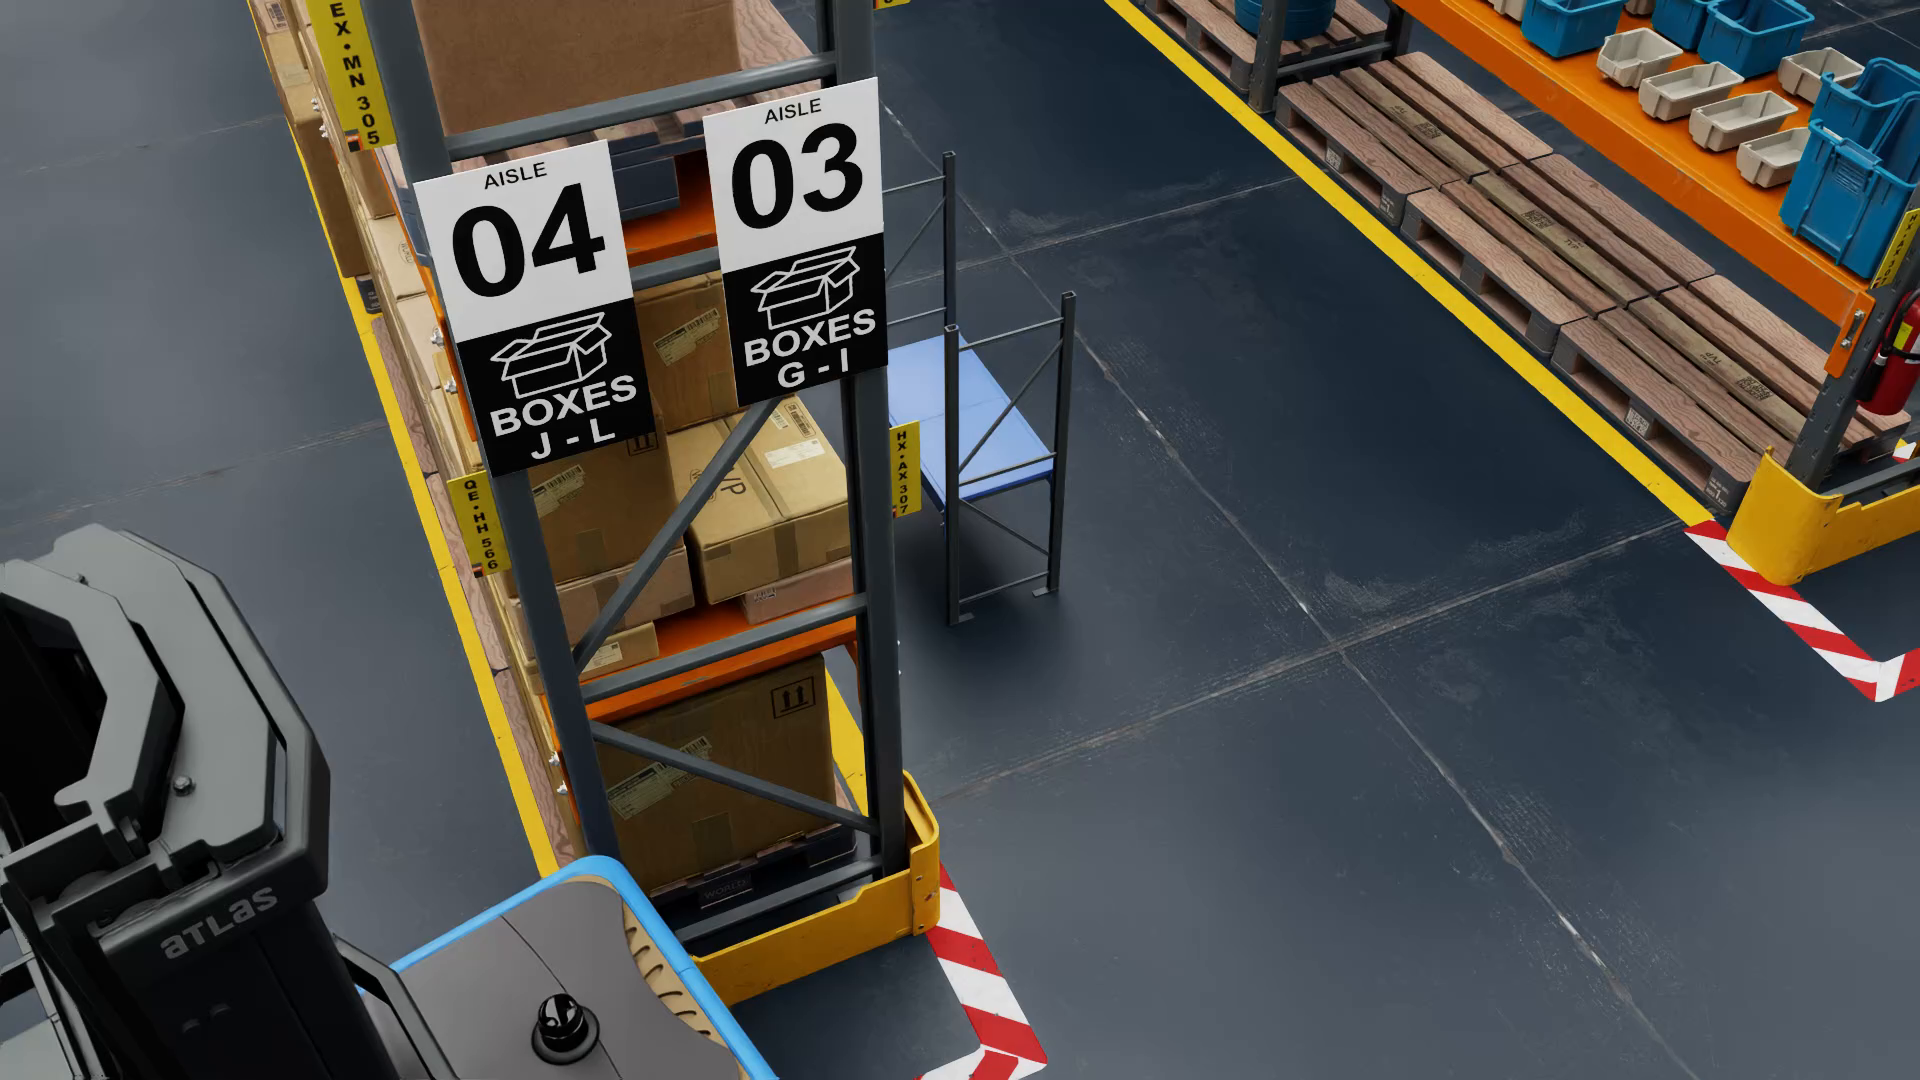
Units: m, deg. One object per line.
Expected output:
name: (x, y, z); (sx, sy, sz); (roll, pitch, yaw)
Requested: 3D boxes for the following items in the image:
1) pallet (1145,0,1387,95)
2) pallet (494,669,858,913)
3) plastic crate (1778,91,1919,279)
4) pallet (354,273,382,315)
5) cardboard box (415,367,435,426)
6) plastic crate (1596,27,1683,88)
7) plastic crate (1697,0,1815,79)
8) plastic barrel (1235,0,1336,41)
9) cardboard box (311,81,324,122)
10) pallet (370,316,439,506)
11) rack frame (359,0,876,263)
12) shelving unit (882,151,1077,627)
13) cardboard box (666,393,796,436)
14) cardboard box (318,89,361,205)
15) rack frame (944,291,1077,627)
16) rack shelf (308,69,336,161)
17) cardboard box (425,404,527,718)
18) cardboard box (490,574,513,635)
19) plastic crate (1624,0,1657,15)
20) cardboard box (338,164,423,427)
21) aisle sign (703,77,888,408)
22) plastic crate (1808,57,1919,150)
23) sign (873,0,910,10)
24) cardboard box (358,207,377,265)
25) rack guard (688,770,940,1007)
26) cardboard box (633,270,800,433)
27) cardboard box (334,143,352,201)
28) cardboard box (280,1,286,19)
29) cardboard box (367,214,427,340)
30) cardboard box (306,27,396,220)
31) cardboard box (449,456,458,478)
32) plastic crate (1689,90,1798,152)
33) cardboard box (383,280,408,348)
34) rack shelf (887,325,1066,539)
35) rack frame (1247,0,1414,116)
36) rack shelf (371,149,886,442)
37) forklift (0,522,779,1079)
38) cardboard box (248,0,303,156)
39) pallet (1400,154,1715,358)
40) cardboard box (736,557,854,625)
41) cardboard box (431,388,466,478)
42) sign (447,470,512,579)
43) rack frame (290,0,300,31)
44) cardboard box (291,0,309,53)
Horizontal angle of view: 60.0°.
pallet: (1.866, -3.213, 10.225); (1.003, 0.211, 1.213); (-18, 47, -17)
pallet: (-1.067, 0.816, 6.142); (1.003, 0.211, 1.213); (-18, 47, -17)
plastic crate: (3.524, -1.345, 6.278); (0.616, 0.435, 0.499); (-18, 47, -17)
pallet: (-2.734, -1.716, 8.708); (1.003, 0.211, 1.213); (-18, 47, -17)
cardboard box: (-1.648, -0.546, 5.715); (0.380, 0.149, 0.250); (-18, 47, -17)
plastic crate: (2.938, -2.089, 7.245); (0.298, 0.136, 0.250); (-18, 47, -17)
plastic crate: (3.475, -2.208, 7.298); (0.416, 0.233, 0.300); (-18, 47, -17)
plastic barrel: (1.939, -3.456, 9.681); (0.600, 0.901, 0.708); (-18, 47, -17)
cardboard box: (-2.519, -1.863, 7.050); (0.380, 0.149, 0.250); (-18, 47, -17)
pallet: (-2.093, -0.739, 7.717); (1.003, 0.211, 1.213); (-18, 47, -17)
rack frame: (-0.660, -1.826, 2.562); (1.000, 3.000, 0.127); (-18, 47, -17)
shelving unit: (-0.036, -0.588, 6.647); (0.538, 1.500, 1.048); (-18, 47, -17)
cardboard box: (-0.841, -0.458, 5.342); (0.500, 0.250, 0.500); (-19, 48, -18)
cardboard box: (-2.177, -1.597, 6.496); (0.500, 0.250, 0.500); (-18, 47, -18)
rack frame: (0.178, -0.264, 6.319); (0.500, 1.500, 0.032); (-18, 47, -17)
rack shelf: (-3.182, -3.258, 8.797); (1.077, 0.370, 4.000); (-18, 47, -17)
cardboard box: (-1.384, -0.047, 6.245); (0.875, 0.875, 0.875); (-18, 47, -17)
cardboard box: (-1.219, 0.104, 5.056); (0.380, 0.149, 0.250); (-18, 47, -17)
plastic crate: (3.157, -2.608, 7.772); (0.293, 0.136, 0.466); (-18, 47, -17)
cardboard box: (-2.137, -1.188, 7.401); (0.875, 0.875, 0.875); (-18, 47, -17)
aisle sign: (-0.357, -0.658, 3.799); (0.394, 0.787, 0.004); (-18, 47, -17)
plastic crate: (3.752, -1.789, 6.872); (0.416, 0.233, 0.300); (-18, 47, -17)
sign: (-0.154, -1.257, 3.443); (0.100, 0.325, 0.005); (-18, 47, -17)
cardboard box: (-2.077, -1.198, 6.376); (0.380, 0.149, 0.250); (-19, 48, -18)
rack guard: (-0.650, 1.215, 5.532); (1.175, 0.500, 0.348); (-18, 47, -17)
cardboard box: (-0.827, -0.714, 5.068); (0.500, 0.500, 0.500); (-19, 48, -18)
cardboard box: (-2.297, -1.528, 6.711); (0.380, 0.149, 0.250); (-17, 47, -16)
cardboard box: (-2.988, -2.810, 7.759); (0.500, 0.500, 0.500); (-17, 47, -16)
cardboard box: (-1.754, -0.952, 5.843); (0.500, 0.250, 0.500); (-18, 47, -17)
cardboard box: (-1.949, -1.532, 5.897); (0.500, 0.500, 0.500); (-19, 48, -19)
cardboard box: (-1.428, -0.216, 5.381); (0.380, 0.149, 0.250); (-17, 47, -17)
plastic crate: (3.218, -1.736, 6.887); (0.396, 0.136, 0.243); (-18, 47, -17)
cardboard box: (-1.862, -0.870, 6.044); (0.380, 0.149, 0.250); (-19, 48, -19)
rack shelf: (-0.036, -0.460, 6.773); (0.538, 0.185, 1.000); (-18, 47, -17)
rack frame: (2.152, -3.702, 8.735); (1.000, 3.000, 0.127); (-18, 47, -17)
rack shelf: (-1.501, -1.776, 5.160); (1.077, 0.370, 4.000); (-18, 47, -17)
forklift: (-1.901, 1.483, 3.529); (3.031, 2.935, 1.130); (-28, 51, -25)
cardboard box: (-3.005, -2.604, 8.836); (1.225, 0.875, 0.875); (-20, 48, -19)
pallet: (3.014, -1.474, 8.462); (1.003, 0.211, 1.213); (-18, 47, -17)
cardboard box: (-0.510, 0.076, 5.085); (0.380, 0.149, 0.250); (-18, 47, -17)
cardboard box: (-1.317, -0.297, 5.179); (0.500, 0.250, 0.500); (-19, 48, -18)
sign: (-1.158, -0.035, 4.026); (0.100, 0.325, 0.005); (-18, 47, -17)
rack frame: (-2.342, -2.239, 7.253); (1.000, 3.000, 0.127); (-18, 47, -17)
cardboard box: (-2.372, -2.178, 6.552); (0.500, 0.500, 0.500); (-18, 47, -17)
